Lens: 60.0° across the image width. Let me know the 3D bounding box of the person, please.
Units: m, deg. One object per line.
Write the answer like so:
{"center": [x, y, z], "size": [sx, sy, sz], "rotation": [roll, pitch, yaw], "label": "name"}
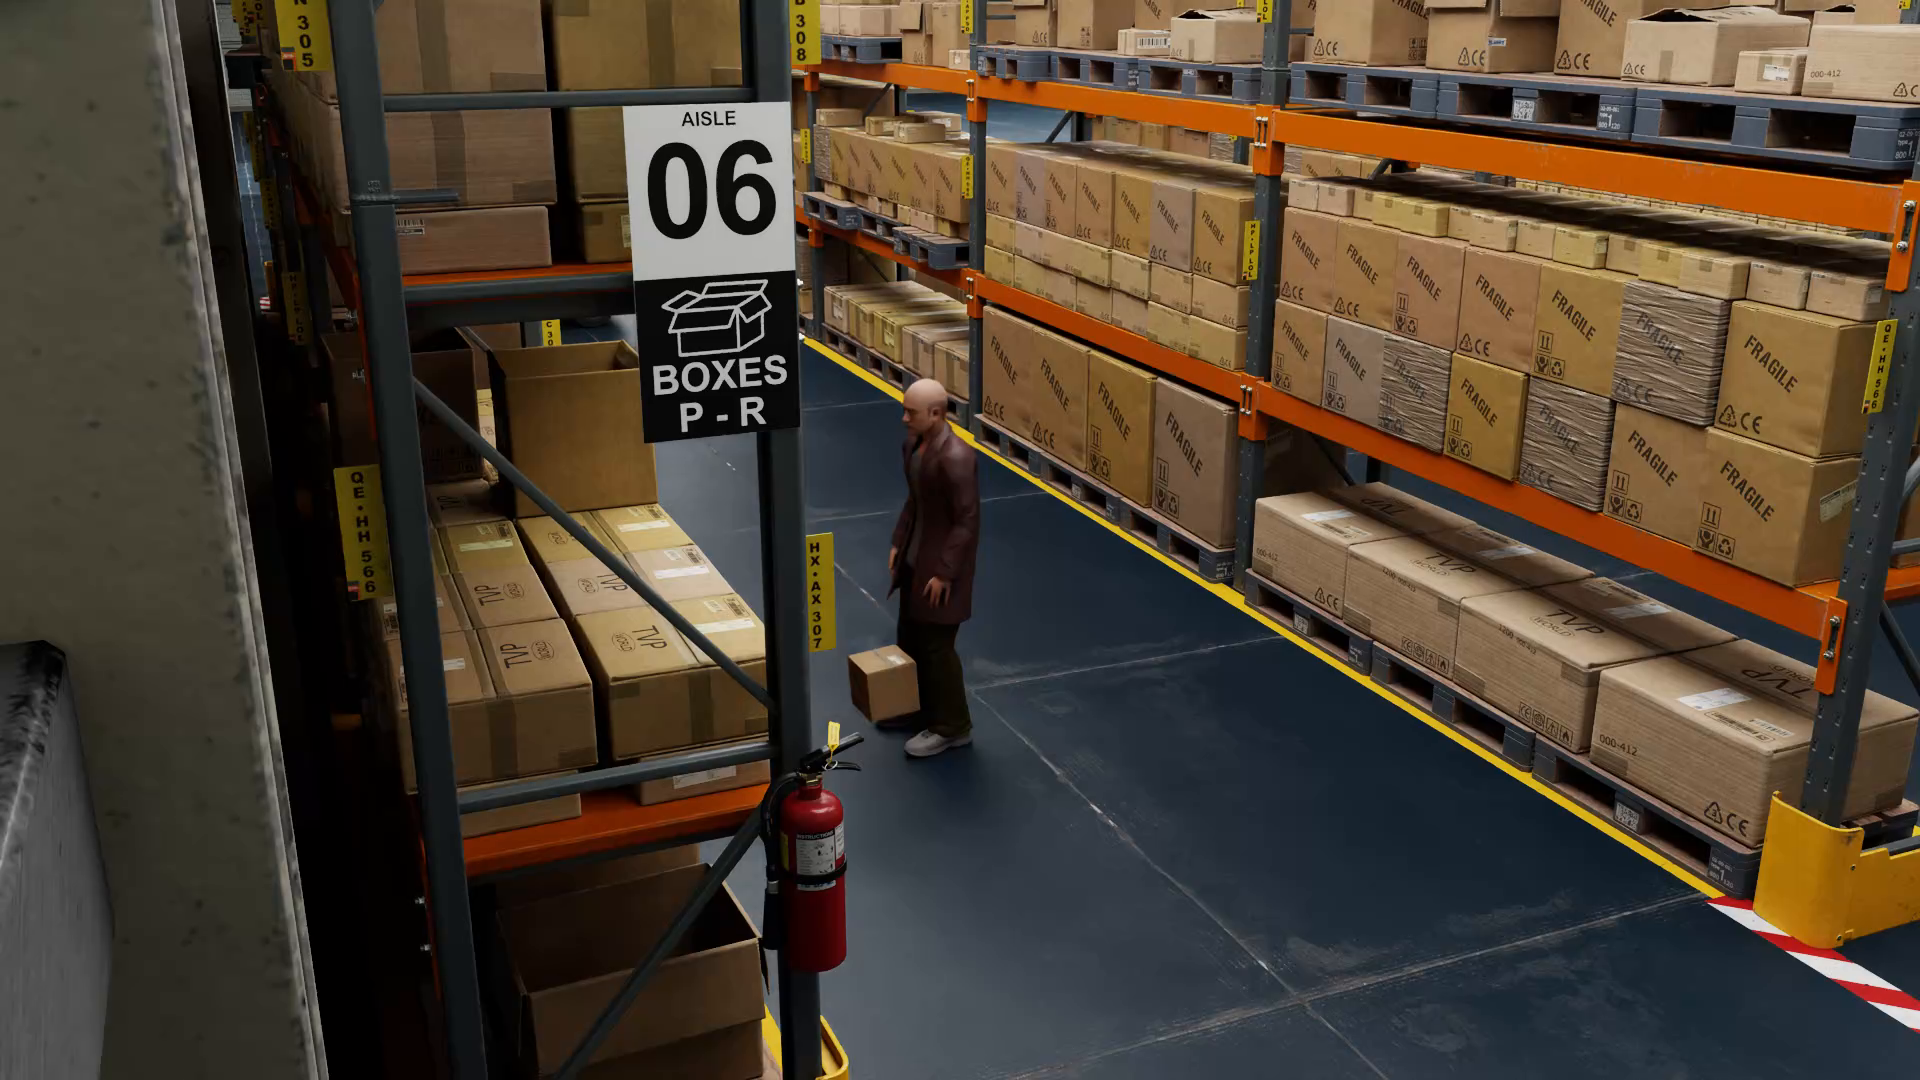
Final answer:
{"center": [-0.133, 0.114, 7.742], "size": [0.425, 1.775, 0.601], "rotation": [-8, 20, -24], "label": "person"}
